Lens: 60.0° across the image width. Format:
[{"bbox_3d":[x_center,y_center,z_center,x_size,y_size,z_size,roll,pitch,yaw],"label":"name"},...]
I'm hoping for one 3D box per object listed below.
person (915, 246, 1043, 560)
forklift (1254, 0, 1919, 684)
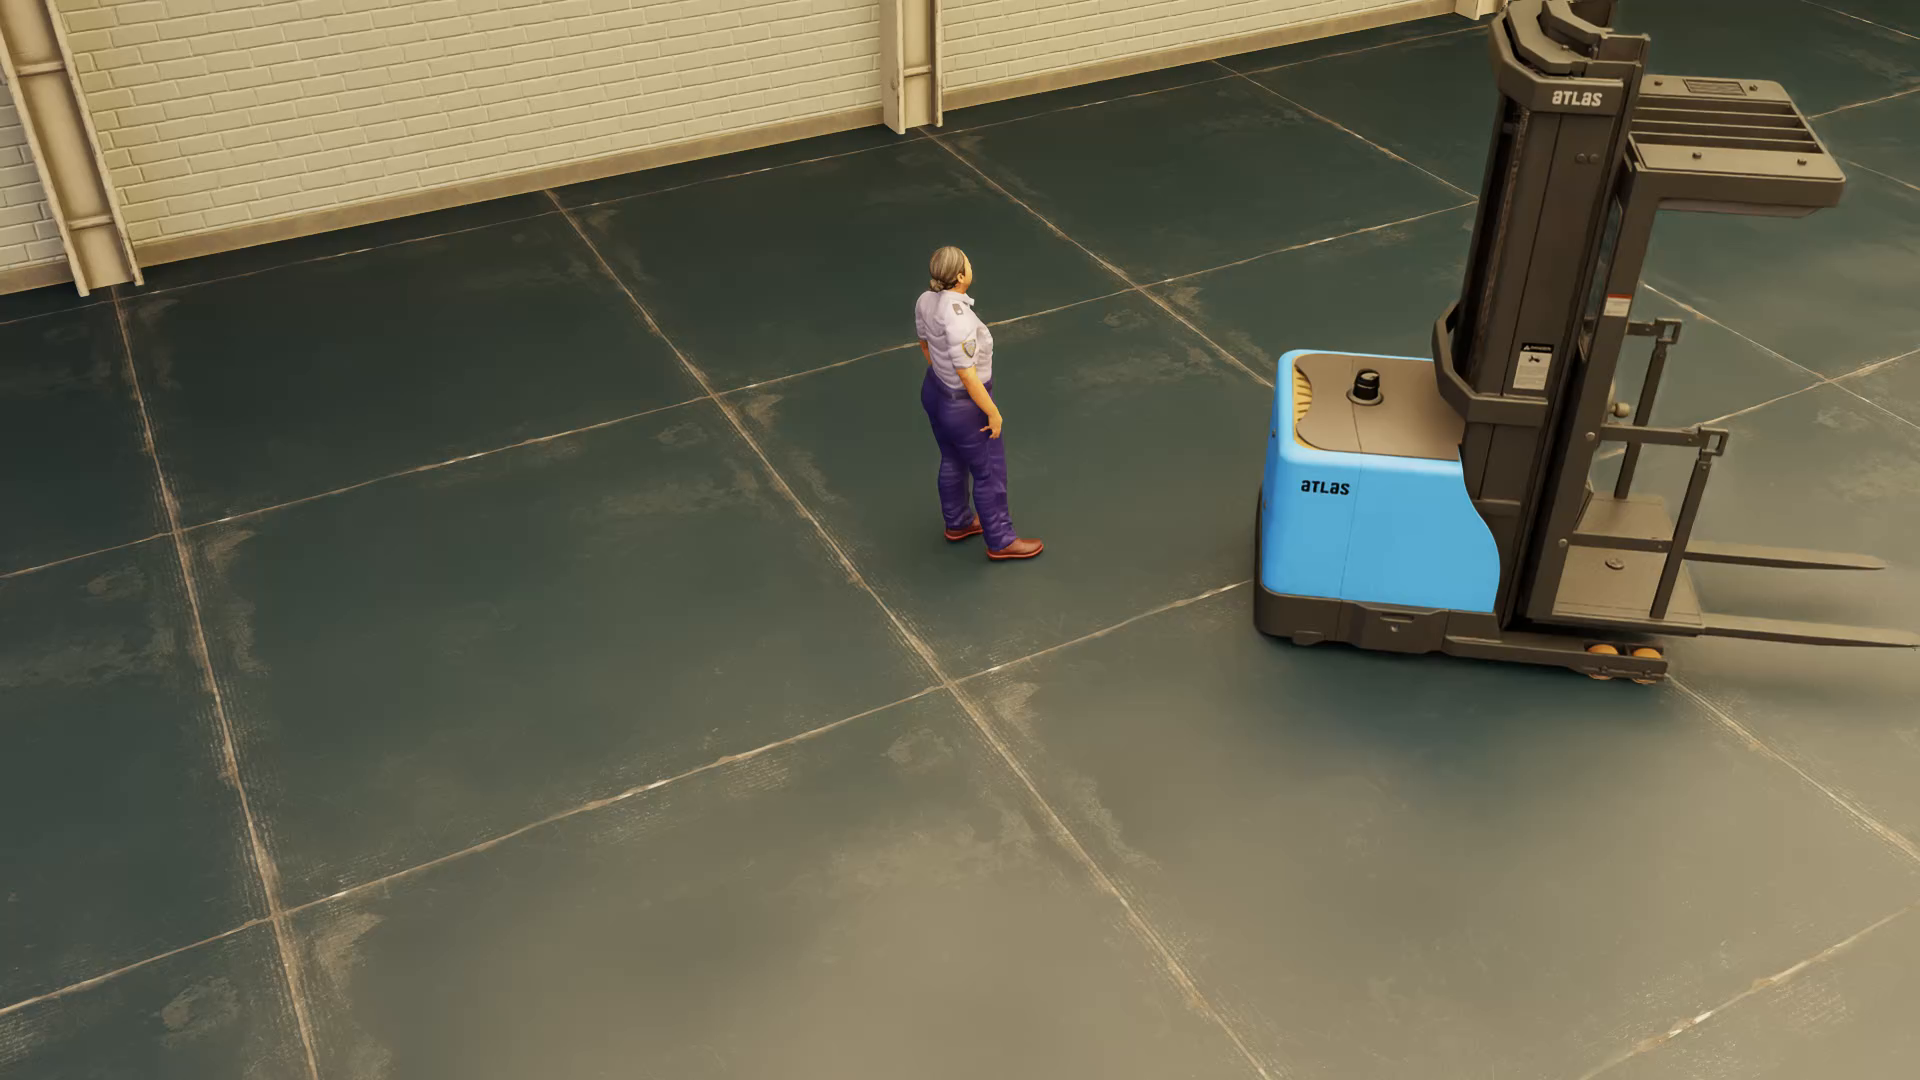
[{"bbox_3d":[0.090,-0.691,8.201,0.502,1.651,0.598,-17,39,-23],"label":"person"},{"bbox_3d":[2.974,-0.859,7.338,3.031,2.935,1.130,5,36,7],"label":"forklift"}]
